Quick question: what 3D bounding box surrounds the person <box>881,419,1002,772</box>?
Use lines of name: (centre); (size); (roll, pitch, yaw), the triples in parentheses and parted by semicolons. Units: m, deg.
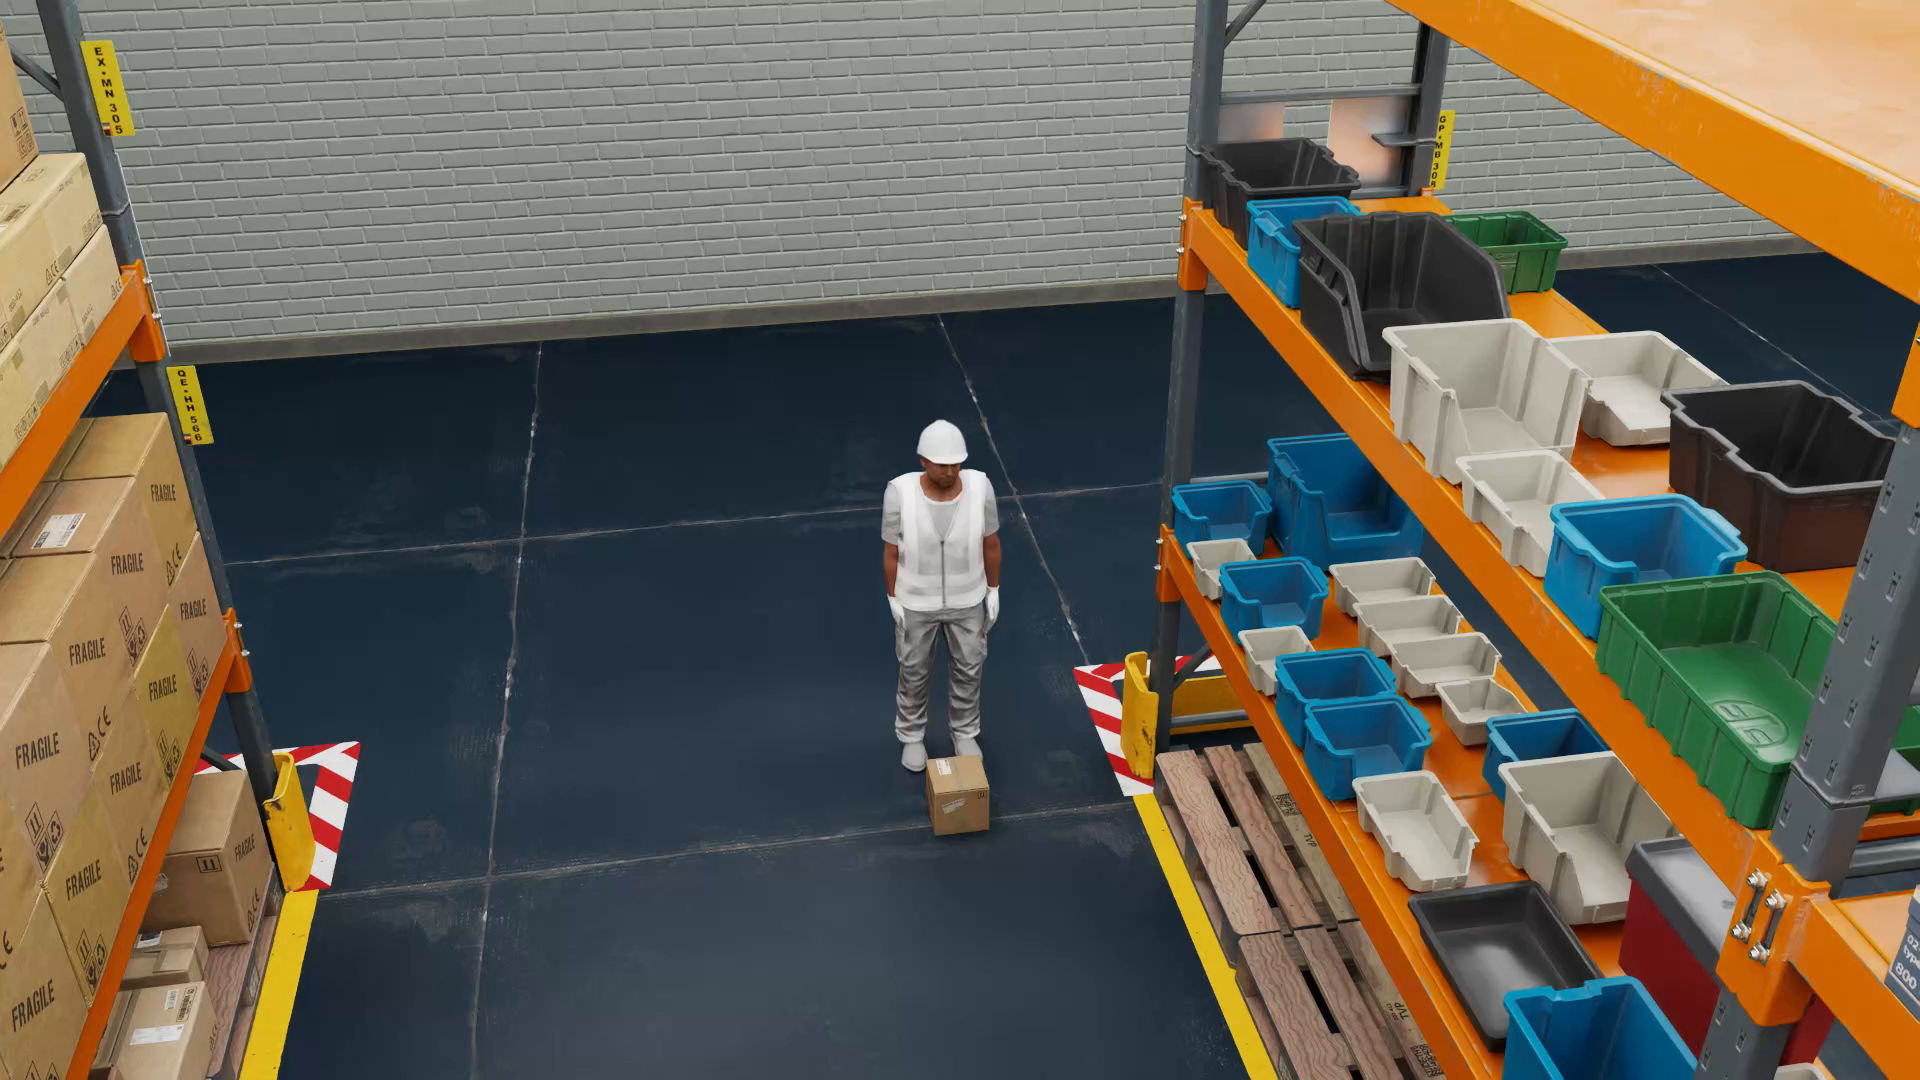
person: (-0.078, 0.263, 7.674); (0.546, 1.779, 0.354); (-5, 31, -8)
